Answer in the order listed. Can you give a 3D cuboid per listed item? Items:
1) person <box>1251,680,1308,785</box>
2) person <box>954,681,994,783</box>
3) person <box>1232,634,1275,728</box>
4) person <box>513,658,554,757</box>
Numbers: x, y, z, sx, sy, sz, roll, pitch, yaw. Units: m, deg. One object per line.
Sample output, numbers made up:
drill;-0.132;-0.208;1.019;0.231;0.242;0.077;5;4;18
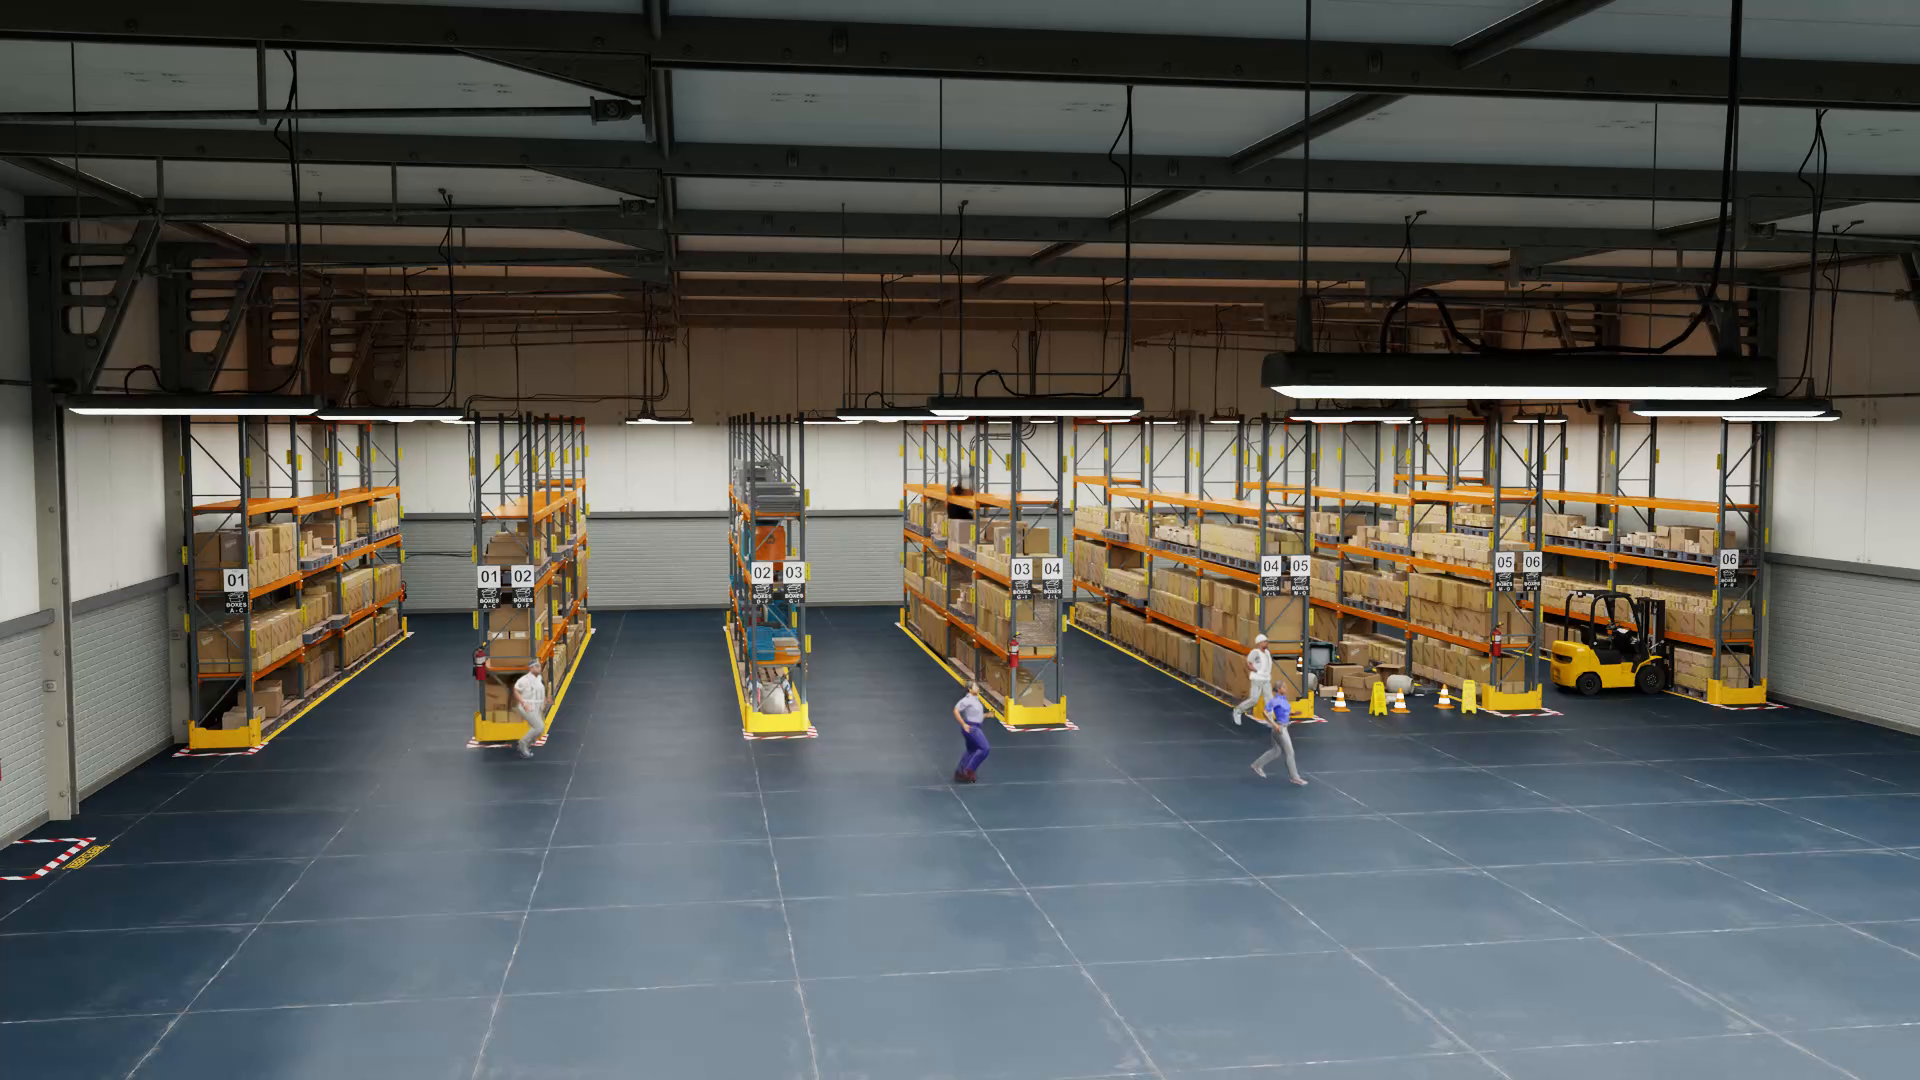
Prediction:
person;5.131;3.064;26.607;0.907;1.644;0.574;1;4;20
person;0.221;3.094;26.792;0.660;1.620;0.578;1;4;9
person;5.732;2.674;31.696;0.997;1.748;0.756;3;5;34
person;-7.380;2.901;28.777;0.677;1.717;0.604;1;4;15
